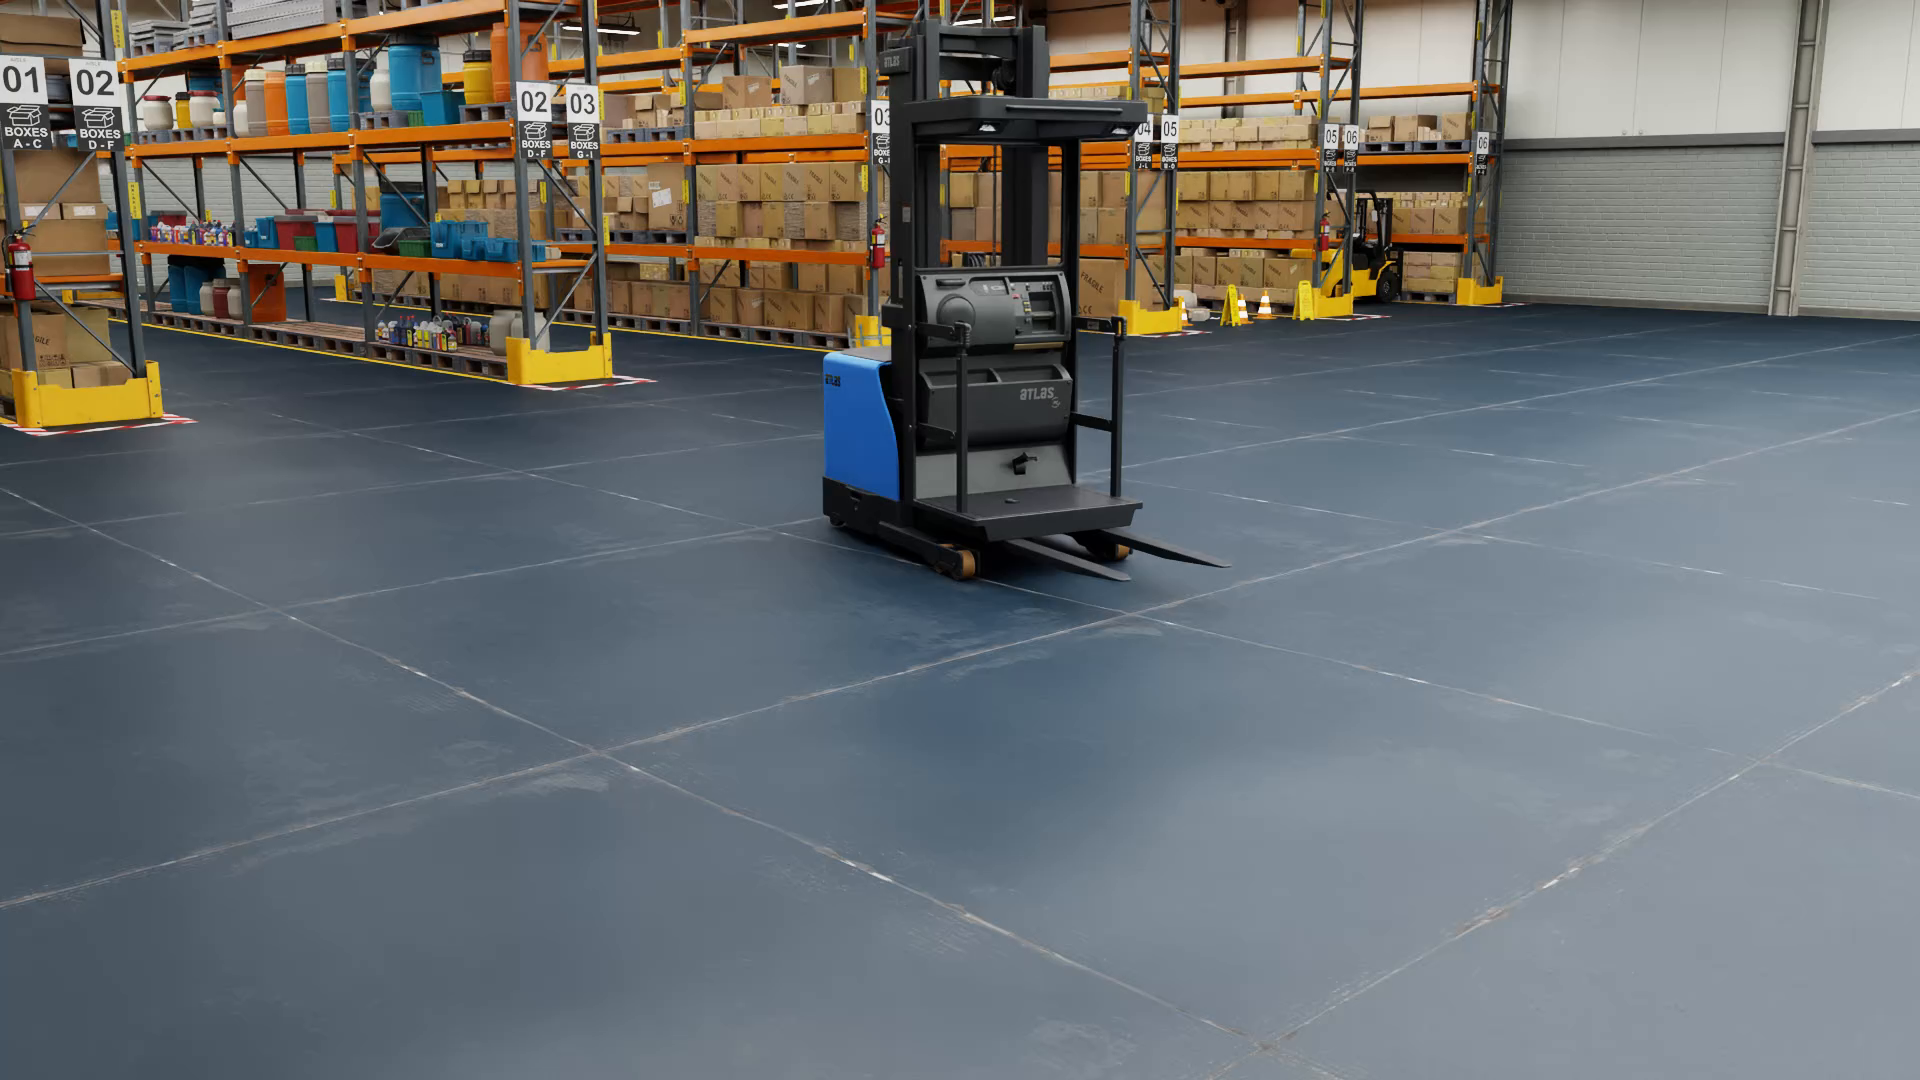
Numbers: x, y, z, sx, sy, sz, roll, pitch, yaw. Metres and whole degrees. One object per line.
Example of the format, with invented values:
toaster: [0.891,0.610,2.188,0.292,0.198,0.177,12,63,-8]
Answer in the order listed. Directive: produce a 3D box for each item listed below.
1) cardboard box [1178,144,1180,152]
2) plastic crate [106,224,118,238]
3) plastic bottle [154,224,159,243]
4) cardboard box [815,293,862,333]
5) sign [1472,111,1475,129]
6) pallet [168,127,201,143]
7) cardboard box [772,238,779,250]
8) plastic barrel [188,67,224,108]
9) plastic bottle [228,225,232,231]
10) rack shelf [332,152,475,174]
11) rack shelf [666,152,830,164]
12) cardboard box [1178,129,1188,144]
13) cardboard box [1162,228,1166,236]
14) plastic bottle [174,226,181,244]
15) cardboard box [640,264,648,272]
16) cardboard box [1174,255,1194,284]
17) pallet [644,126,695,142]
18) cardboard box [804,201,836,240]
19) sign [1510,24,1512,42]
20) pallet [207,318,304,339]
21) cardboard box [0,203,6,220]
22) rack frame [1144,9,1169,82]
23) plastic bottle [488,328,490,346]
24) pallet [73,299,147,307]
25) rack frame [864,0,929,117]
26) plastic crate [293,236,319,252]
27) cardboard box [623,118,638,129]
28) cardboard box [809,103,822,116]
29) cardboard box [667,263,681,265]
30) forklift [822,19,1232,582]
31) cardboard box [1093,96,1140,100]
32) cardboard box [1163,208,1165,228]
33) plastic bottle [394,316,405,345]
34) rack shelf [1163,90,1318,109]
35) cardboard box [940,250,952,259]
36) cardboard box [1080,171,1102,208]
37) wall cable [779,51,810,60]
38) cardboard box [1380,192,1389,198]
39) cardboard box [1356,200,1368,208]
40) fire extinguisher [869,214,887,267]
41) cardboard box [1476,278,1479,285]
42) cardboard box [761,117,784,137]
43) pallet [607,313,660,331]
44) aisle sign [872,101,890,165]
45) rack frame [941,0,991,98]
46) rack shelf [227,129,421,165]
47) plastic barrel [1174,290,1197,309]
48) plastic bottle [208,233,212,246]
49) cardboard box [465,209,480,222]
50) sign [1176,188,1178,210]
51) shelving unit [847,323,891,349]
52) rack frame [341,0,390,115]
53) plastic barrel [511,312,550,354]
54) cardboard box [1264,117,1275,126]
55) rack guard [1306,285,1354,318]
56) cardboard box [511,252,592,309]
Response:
cardboard box: [4.041,-7.110,30.178,0.380,0.149,0.250,-11,16,-43]
plastic crate: [-14.376,-5.220,28.082,0.416,0.233,0.300,-11,16,-43]
plastic bottle: [-12.625,-4.817,26.149,0.061,0.283,0.133,-11,16,-43]
cardboard box: [-1.650,-3.103,22.694,0.500,0.500,0.500,-6,13,-28]
sign: [9.560,-7.809,30.952,0.100,0.325,0.005,-11,16,-43]
pallet: [-11.265,-6.118,25.206,1.003,0.211,1.213,-11,16,-43]
cardboard box: [-2.373,-4.086,22.933,0.380,0.149,0.250,-11,16,-43]
plastic barrel: [-11.373,-6.700,25.279,0.600,0.901,0.708,-11,16,-43]
plastic bottle: [-11.303,-4.753,25.857,0.152,0.276,0.135,-11,16,-43]
rack shelf: [-10.461,-7.106,31.317,1.077,0.370,4.000,-11,16,-43]
rack shelf: [-4.042,-7.198,31.767,1.077,0.370,4.000,-11,16,-43]
cardboard box: [4.081,-7.276,29.993,0.500,0.250,0.500,-11,16,-43]
cardboard box: [3.810,-5.667,30.608,0.380,0.149,0.250,-10,15,-41]
plastic bottle: [-11.979,-4.690,25.551,0.152,0.276,0.135,-11,16,-43]
cardboard box: [-6.362,-5.606,34.237,0.380,0.149,0.250,-10,15,-41]
cardboard box: [4.202,-4.937,30.354,0.500,0.500,0.500,-10,15,-40]
pallet: [-3.905,-6.012,24.689,1.213,0.211,1.003,-11,16,-43]
cardboard box: [-1.585,-4.281,22.271,0.875,0.500,0.500,-11,16,-43]
sign: [10.368,-9.569,31.348,0.100,0.325,0.005,-11,16,-43]
pallet: [-10.475,-3.167,24.759,1.003,0.211,1.213,-11,16,-43]
cardboard box: [-8.544,-3.000,15.183,0.380,0.149,0.250,-10,16,-41]
rack frame: [4.437,-10.125,36.755,1.000,3.000,0.127,-11,16,-43]
plastic bottle: [-5.708,-2.507,20.320,0.097,0.271,0.097,0,12,0]
pallet: [-14.883,-4.099,29.285,1.003,0.211,1.213,-11,16,-43]
rack frame: [-0.793,-6.884,21.025,1.000,3.000,0.127,-11,16,-43]
plastic crate: [-8.544,-3.950,22.178,0.450,0.188,0.662,-11,16,-43]
cardboard box: [-4.923,-6.350,25.403,0.250,0.166,0.380,11,16,44]
cardboard box: [-1.764,-5.646,21.833,0.380,0.149,0.250,-11,16,-42]
cardboard box: [-5.869,-5.632,34.364,0.380,0.149,0.250,-11,16,-43]
forklift: [0.310,-1.325,9.078,1.130,2.935,3.031,-6,13,-29]
cardboard box: [2.324,-6.451,24.701,0.500,0.250,0.500,-11,16,-42]
cardboard box: [3.714,-6.002,30.626,0.500,0.500,0.500,-11,16,-43]
plastic bottle: [-6.880,-2.582,20.484,0.144,0.351,0.185,-10,16,-41]
rack shelf: [5.818,-9.285,35.451,1.077,0.370,4.000,-11,16,-43]
cardboard box: [-0.180,-5.903,35.352,0.875,0.875,0.875,-11,16,-42]
cardboard box: [2.189,-5.352,25.405,0.875,0.550,0.550,-11,16,-43]
wall cable: [-4.059,-15.019,46.724,2.988,3.039,0.133,-11,16,-43]
cardboard box: [8.499,-6.777,32.781,0.380,0.149,0.250,-11,16,-42]
cardboard box: [8.092,-6.695,33.121,0.250,0.149,0.380,11,16,43]
fire extinguisher: [-1.047,-3.827,21.245,0.296,0.674,0.183,-11,16,-43]
cardboard box: [9.764,-4.977,32.408,0.500,0.250,0.500,-11,16,-42]
cardboard box: [-2.356,-5.598,22.585,0.500,0.250,0.500,-11,16,-44]
pallet: [-4.941,-3.455,26.160,1.003,0.211,1.213,-11,16,-43]
aisle sign: [-0.967,-5.168,21.121,0.394,0.787,0.004,-11,16,-43]
rack frame: [0.102,-8.144,27.141,1.000,3.000,0.127,-11,16,-43]
rack shelf: [-8.519,-5.248,22.300,1.077,0.370,4.000,-11,16,-43]
plastic barrel: [3.853,-4.155,29.032,0.512,0.421,0.421,-1,12,-4]
plastic bottle: [-11.050,-4.450,24.567,0.097,0.201,0.097,0,12,0]
cardboard box: [-8.250,-5.498,28.915,0.500,0.500,0.500,11,16,44]
sign: [3.270,-5.162,25.189,0.100,0.325,0.005,-11,16,-43]
shelving unit: [-0.527,-0.789,10.727,0.258,1.200,0.189,-6,3,-28]
rack frame: [-7.138,-6.778,20.508,1.000,3.000,0.127,-11,16,-43]
plastic barrel: [-4.885,-2.328,18.903,0.421,0.512,0.421,0,12,0]
cardboard box: [5.450,-7.194,28.607,0.380,0.149,0.250,-11,16,-42]
rack guard: [6.322,-4.114,28.639,1.175,0.500,0.348,-11,16,-43]
cardboard box: [-6.779,-4.382,27.972,0.875,0.875,1.225,11,16,43]
